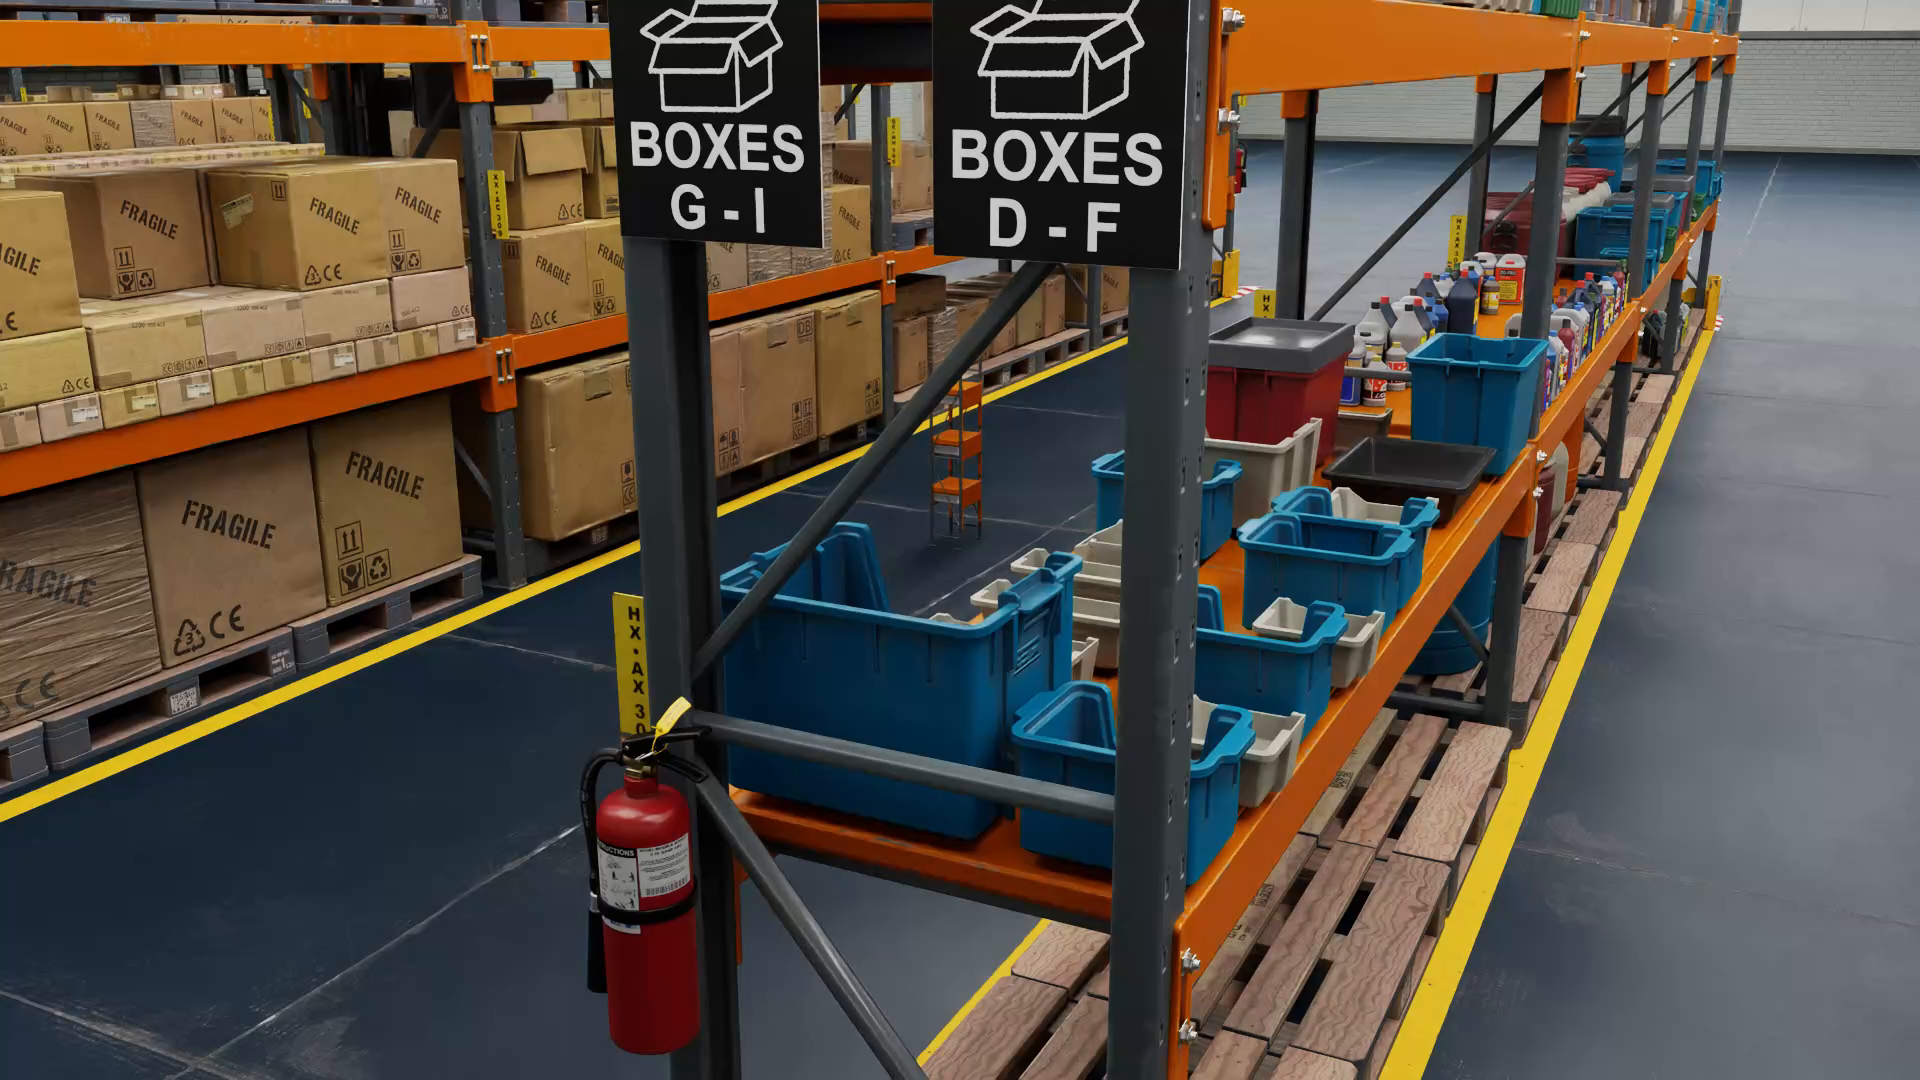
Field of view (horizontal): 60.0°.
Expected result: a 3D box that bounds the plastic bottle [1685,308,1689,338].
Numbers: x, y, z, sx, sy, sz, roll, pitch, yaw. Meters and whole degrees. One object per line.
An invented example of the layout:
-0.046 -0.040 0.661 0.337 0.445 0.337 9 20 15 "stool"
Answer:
6.425 -1.958 14.858 0.152 0.276 0.135 8 18 24 "plastic bottle"

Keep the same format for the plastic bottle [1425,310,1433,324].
2.086 -0.906 7.532 0.097 0.271 0.097 0 17 0 "plastic bottle"

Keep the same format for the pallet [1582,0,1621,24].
1.953 -2.175 6.642 1.213 0.211 1.003 8 18 25 "pallet"

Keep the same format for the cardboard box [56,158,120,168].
-6.082 -2.576 11.587 0.380 0.149 0.250 8 18 25 "cardboard box"

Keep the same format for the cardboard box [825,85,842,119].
-1.971 -5.459 20.476 0.875 0.550 0.550 8 18 25 "cardboard box"

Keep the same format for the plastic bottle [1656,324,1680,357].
5.919 -1.670 13.889 0.152 0.276 0.135 9 19 27 "plastic bottle"

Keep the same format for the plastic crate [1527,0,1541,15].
1.569 -1.701 5.008 0.416 0.233 0.300 8 18 25 "plastic crate"

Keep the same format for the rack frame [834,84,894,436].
-0.953 -2.265 11.880 1.000 3.000 0.127 8 18 25 "rack frame"

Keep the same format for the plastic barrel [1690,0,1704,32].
4.647 -3.841 11.040 0.600 0.901 0.708 8 18 25 "plastic barrel"

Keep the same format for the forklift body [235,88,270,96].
-9.902 -5.072 22.822 2.313 2.155 1.214 8 18 25 "forklift body"

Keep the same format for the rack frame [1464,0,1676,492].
3.478 -1.634 9.759 1.000 3.000 0.127 8 18 25 "rack frame"

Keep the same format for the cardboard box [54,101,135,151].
-8.953 -4.272 17.204 0.500 0.500 0.500 8 19 26 "cardboard box"

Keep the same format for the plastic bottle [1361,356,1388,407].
1.697 -0.651 6.796 0.097 0.201 0.097 0 17 0 "plastic bottle"

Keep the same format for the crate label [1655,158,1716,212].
6.472 -3.186 14.920 0.502 0.435 0.616 8 18 25 "crate label"

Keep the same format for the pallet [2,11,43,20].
-6.762 -3.394 10.745 1.213 0.211 1.003 8 18 25 "pallet"

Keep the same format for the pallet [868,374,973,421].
-0.603 -1.127 12.947 1.003 0.211 1.213 8 18 25 "pallet"

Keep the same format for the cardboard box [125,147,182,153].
-6.195 -2.927 12.770 0.380 0.149 0.250 9 19 28 "cardboard box"

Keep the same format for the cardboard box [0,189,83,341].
-3.623 -1.005 6.064 0.500 0.500 0.500 8 18 24 "cardboard box"

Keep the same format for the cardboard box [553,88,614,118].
-3.775 -4.340 16.937 0.700 0.500 0.500 8 18 24 "cardboard box"

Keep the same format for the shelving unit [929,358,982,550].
-0.024 -0.490 9.329 0.215 1.050 0.252 8 18 25 "shelving unit"

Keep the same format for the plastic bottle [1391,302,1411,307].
2.026 -0.953 7.684 0.152 0.276 0.135 8 18 25 "plastic bottle"

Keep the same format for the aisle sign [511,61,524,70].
-5.957 -6.788 22.545 0.394 0.787 0.004 8 18 25 "aisle sign"

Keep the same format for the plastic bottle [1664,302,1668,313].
6.391 -2.010 15.022 0.061 0.283 0.133 8 18 25 "plastic bottle"

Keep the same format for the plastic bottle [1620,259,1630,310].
3.678 -1.421 9.246 0.061 0.283 0.133 8 18 25 "plastic bottle"

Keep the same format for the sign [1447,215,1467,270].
2.982 -1.781 9.965 0.100 0.325 0.005 8 18 25 "sign"

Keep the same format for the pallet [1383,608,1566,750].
2.072 0.530 7.369 1.003 0.211 1.213 8 18 25 "pallet"

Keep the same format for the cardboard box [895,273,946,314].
-0.453 -1.948 13.114 0.500 0.250 0.500 11 20 32 "cardboard box"

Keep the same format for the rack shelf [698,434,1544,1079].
0.796 0.239 4.716 1.077 0.370 4.000 8 18 25 "rack shelf"

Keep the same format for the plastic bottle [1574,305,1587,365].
2.832 -0.944 7.661 0.097 0.271 0.097 0 17 0 "plastic bottle"

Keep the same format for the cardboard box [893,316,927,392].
-0.672 -1.450 12.757 0.700 0.500 0.500 7 18 22 "cardboard box"

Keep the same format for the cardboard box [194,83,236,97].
-8.558 -5.172 19.095 0.380 0.149 0.250 8 18 25 "cardboard box"

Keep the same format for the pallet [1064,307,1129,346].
1.102 -2.122 16.299 1.003 0.211 1.213 8 18 25 "pallet"

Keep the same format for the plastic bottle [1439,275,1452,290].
2.506 -1.242 8.664 0.097 0.271 0.097 0 17 0 "plastic bottle"

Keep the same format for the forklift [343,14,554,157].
-3.569 -2.254 11.966 1.130 2.935 3.031 8 18 25 "forklift"

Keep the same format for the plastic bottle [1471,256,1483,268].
2.919 -1.478 9.457 0.097 0.271 0.097 0 17 0 "plastic bottle"

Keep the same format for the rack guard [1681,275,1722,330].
7.060 -2.449 16.890 1.175 0.500 0.348 8 18 25 "rack guard"

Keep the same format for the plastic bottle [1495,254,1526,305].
3.131 -1.486 9.479 0.152 0.276 0.135 8 18 25 "plastic bottle"

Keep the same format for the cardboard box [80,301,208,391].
-3.390 -0.780 6.622 0.500 0.250 0.500 8 18 24 "cardboard box"

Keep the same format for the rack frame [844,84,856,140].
-1.771 -4.959 20.952 1.000 3.000 0.127 8 18 25 "rack frame"

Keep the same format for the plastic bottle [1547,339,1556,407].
2.374 -0.683 6.783 0.097 0.271 0.097 0 17 0 "plastic bottle"

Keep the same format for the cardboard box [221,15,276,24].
-5.585 -4.100 12.617 0.500 0.500 0.500 8 18 25 "cardboard box"

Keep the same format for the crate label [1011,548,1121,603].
0.350 0.124 4.196 0.396 0.136 0.243 8 18 25 "crate label"

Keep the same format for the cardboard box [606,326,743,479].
-2.074 -0.822 10.017 1.225 0.875 0.875 7 18 23 "cardboard box"

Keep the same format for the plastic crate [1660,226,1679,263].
4.739 -2.072 11.605 0.450 0.188 0.662 8 18 25 "plastic crate"

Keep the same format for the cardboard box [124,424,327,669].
-3.509 -0.041 7.389 0.875 0.875 0.875 8 18 25 "cardboard box"

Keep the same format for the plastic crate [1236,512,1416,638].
0.896 0.098 4.113 0.416 0.233 0.300 8 18 25 "plastic crate"

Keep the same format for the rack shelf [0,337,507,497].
-3.634 -0.391 6.837 1.077 0.370 4.000 8 18 25 "rack shelf"

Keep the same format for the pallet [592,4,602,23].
-1.691 -3.156 9.945 1.003 0.211 1.213 9 19 28 "pallet"

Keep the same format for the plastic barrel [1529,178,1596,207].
4.120 -2.206 11.443 0.433 0.535 0.433 0 17 0 "plastic barrel"

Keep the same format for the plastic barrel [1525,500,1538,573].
2.597 -0.073 8.135 0.421 0.512 0.421 0 17 0 "plastic barrel"

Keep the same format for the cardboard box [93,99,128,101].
-9.174 -4.469 17.867 0.500 0.500 0.500 7 18 23 "cardboard box"

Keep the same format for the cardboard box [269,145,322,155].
-5.269 -3.041 13.152 0.380 0.149 0.250 8 18 25 "cardboard box"

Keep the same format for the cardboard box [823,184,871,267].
-0.952 -2.155 11.337 0.500 0.500 0.500 9 19 27 "cardboard box"

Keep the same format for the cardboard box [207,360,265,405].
-3.158 -0.679 6.982 0.380 0.149 0.250 8 18 24 "cardboard box"
